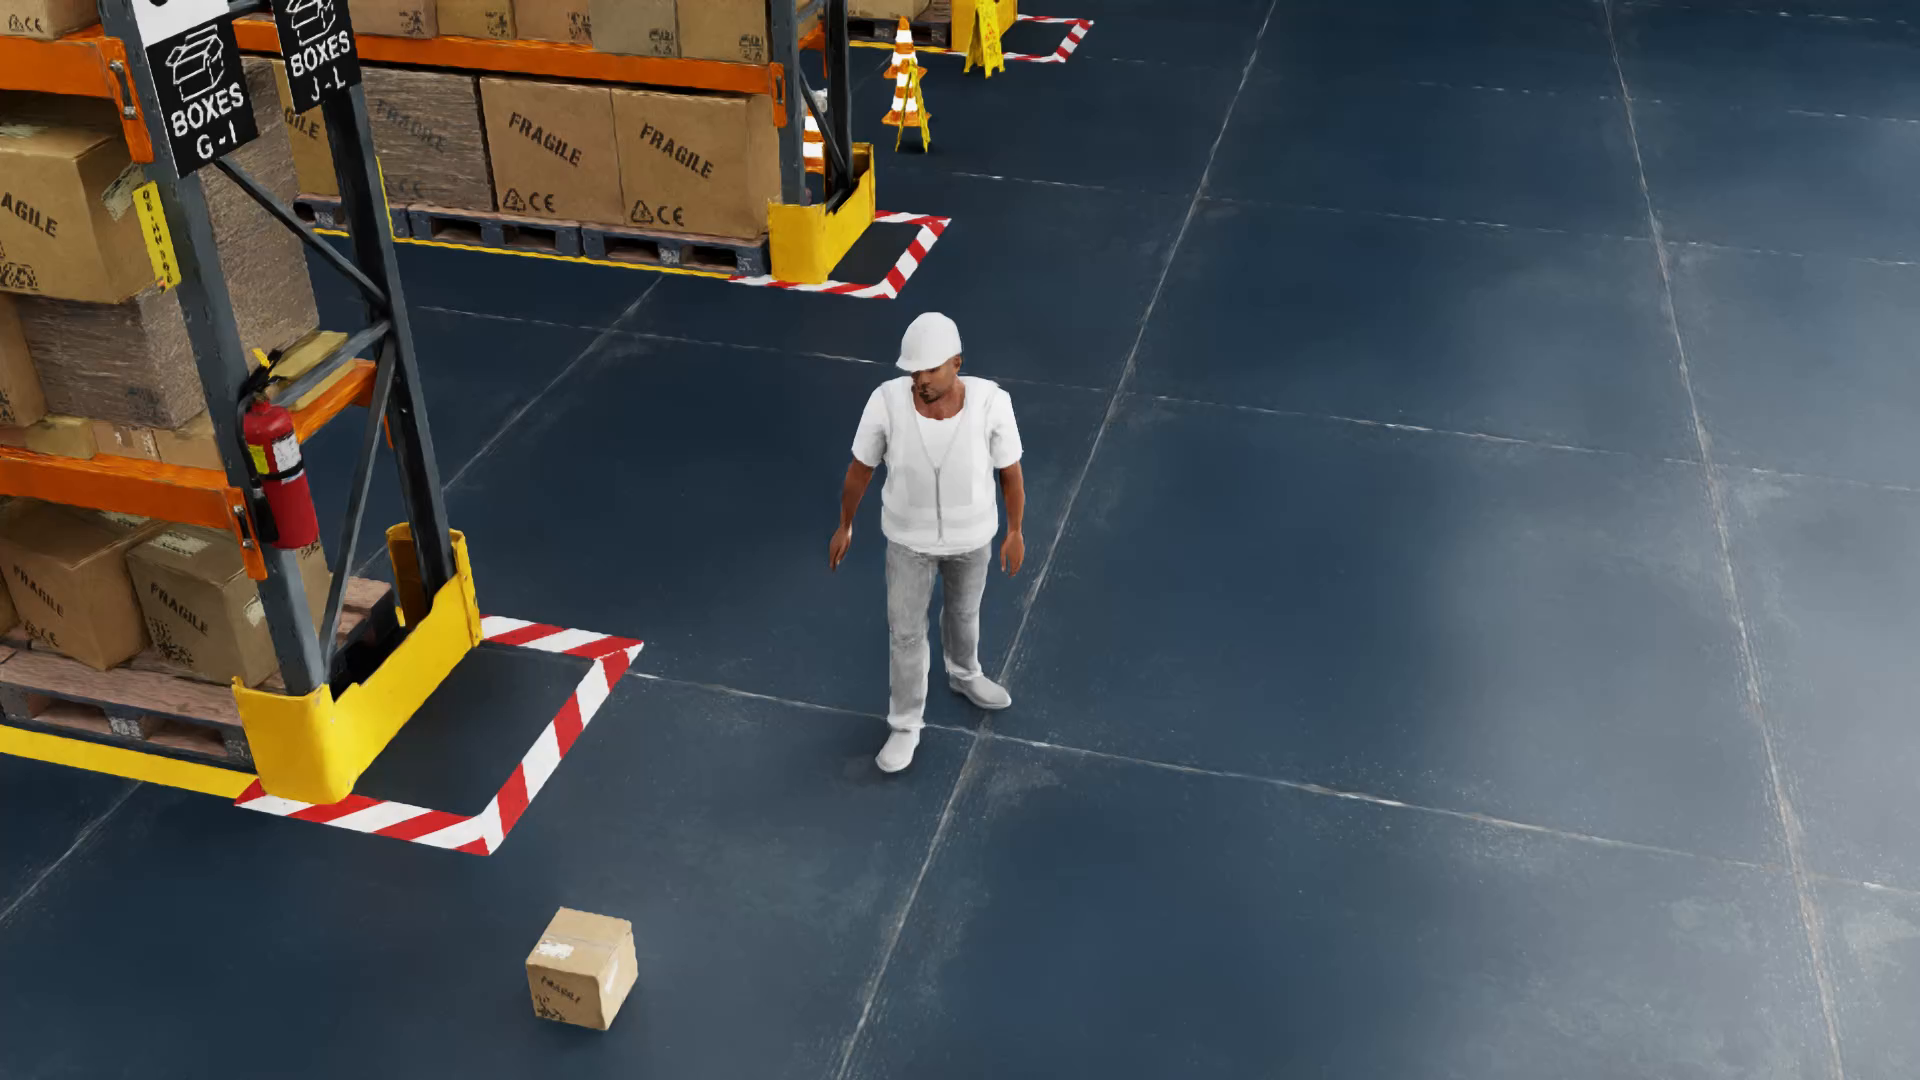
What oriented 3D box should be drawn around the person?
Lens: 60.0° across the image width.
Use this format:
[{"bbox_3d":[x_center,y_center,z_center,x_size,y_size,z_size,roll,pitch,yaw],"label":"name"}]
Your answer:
[{"bbox_3d":[-0.120,0.003,6.095,0.730,1.765,0.631,-2,33,-3],"label":"person"}]
